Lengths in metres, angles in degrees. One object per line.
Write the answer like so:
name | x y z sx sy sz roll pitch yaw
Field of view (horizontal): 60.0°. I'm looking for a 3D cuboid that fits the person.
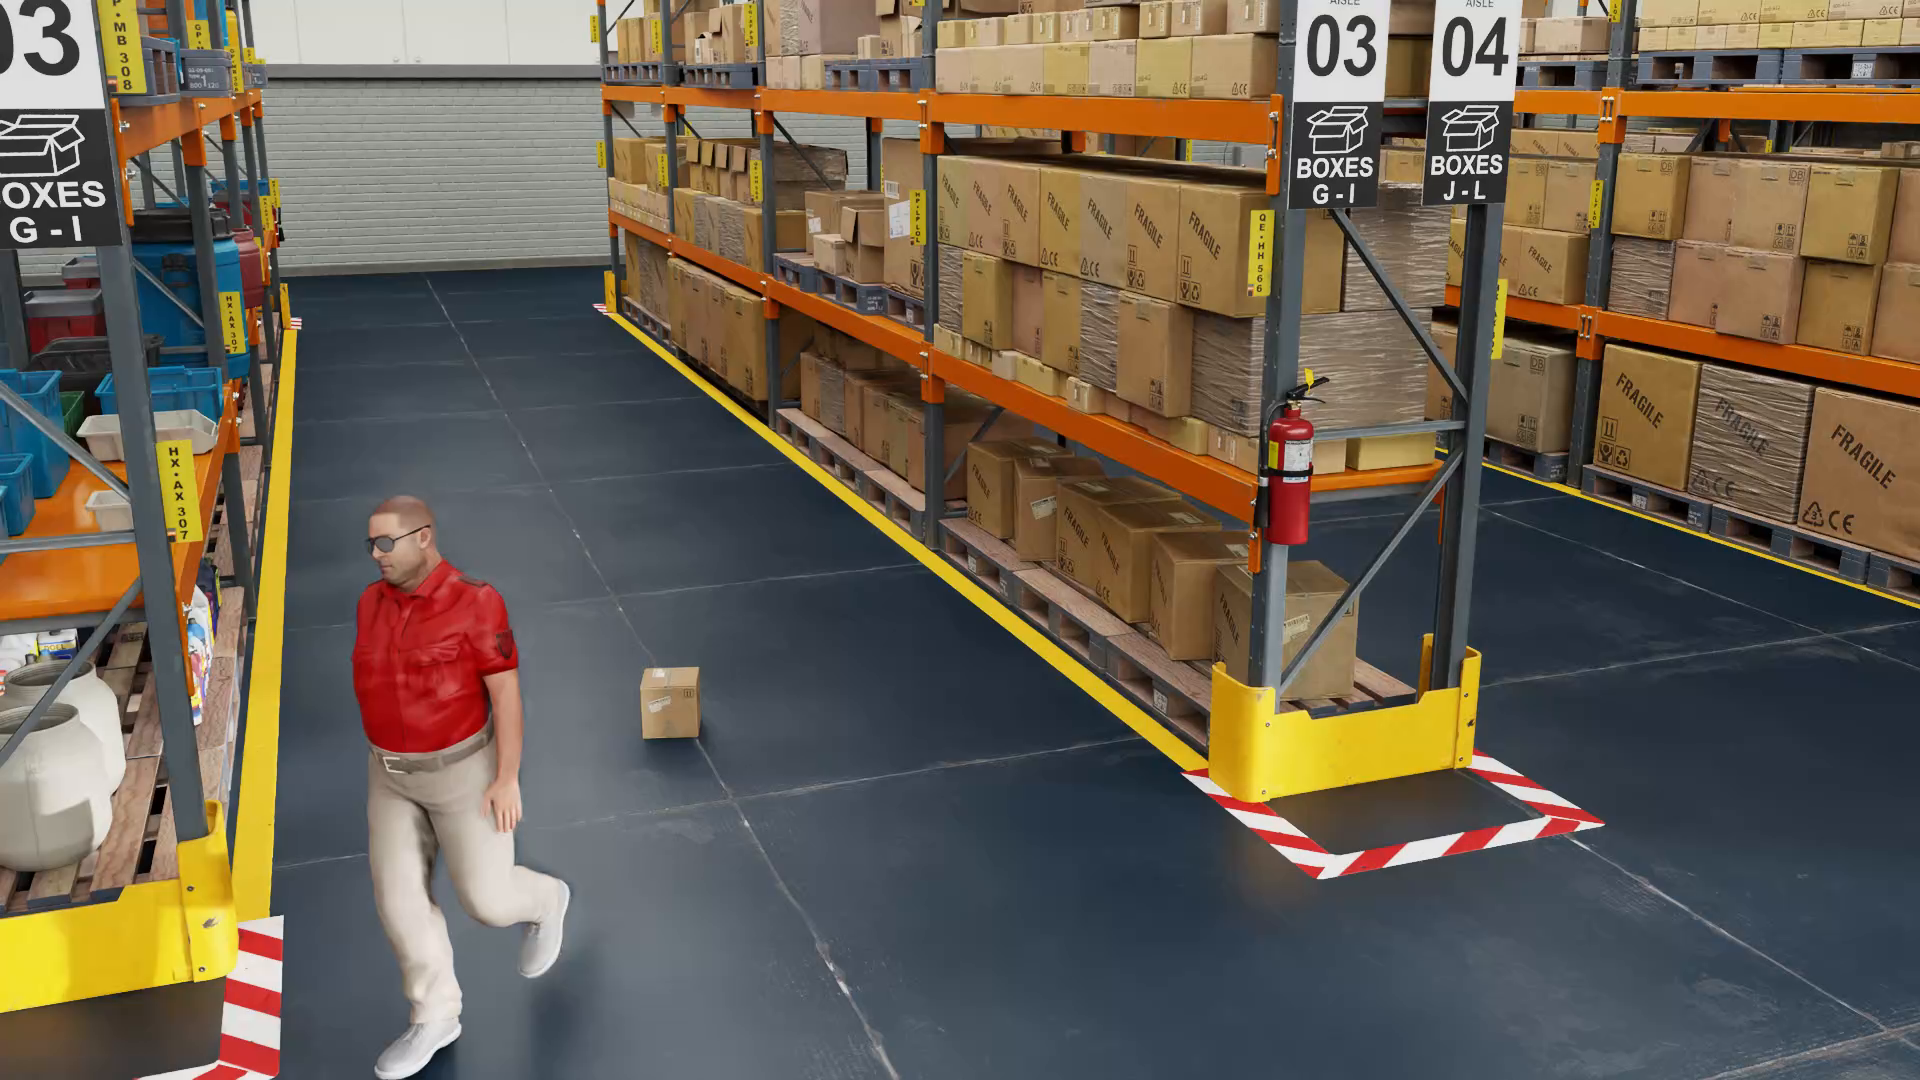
person | -1.555 0.691 5.051 0.551 1.693 0.809 4 16 15
